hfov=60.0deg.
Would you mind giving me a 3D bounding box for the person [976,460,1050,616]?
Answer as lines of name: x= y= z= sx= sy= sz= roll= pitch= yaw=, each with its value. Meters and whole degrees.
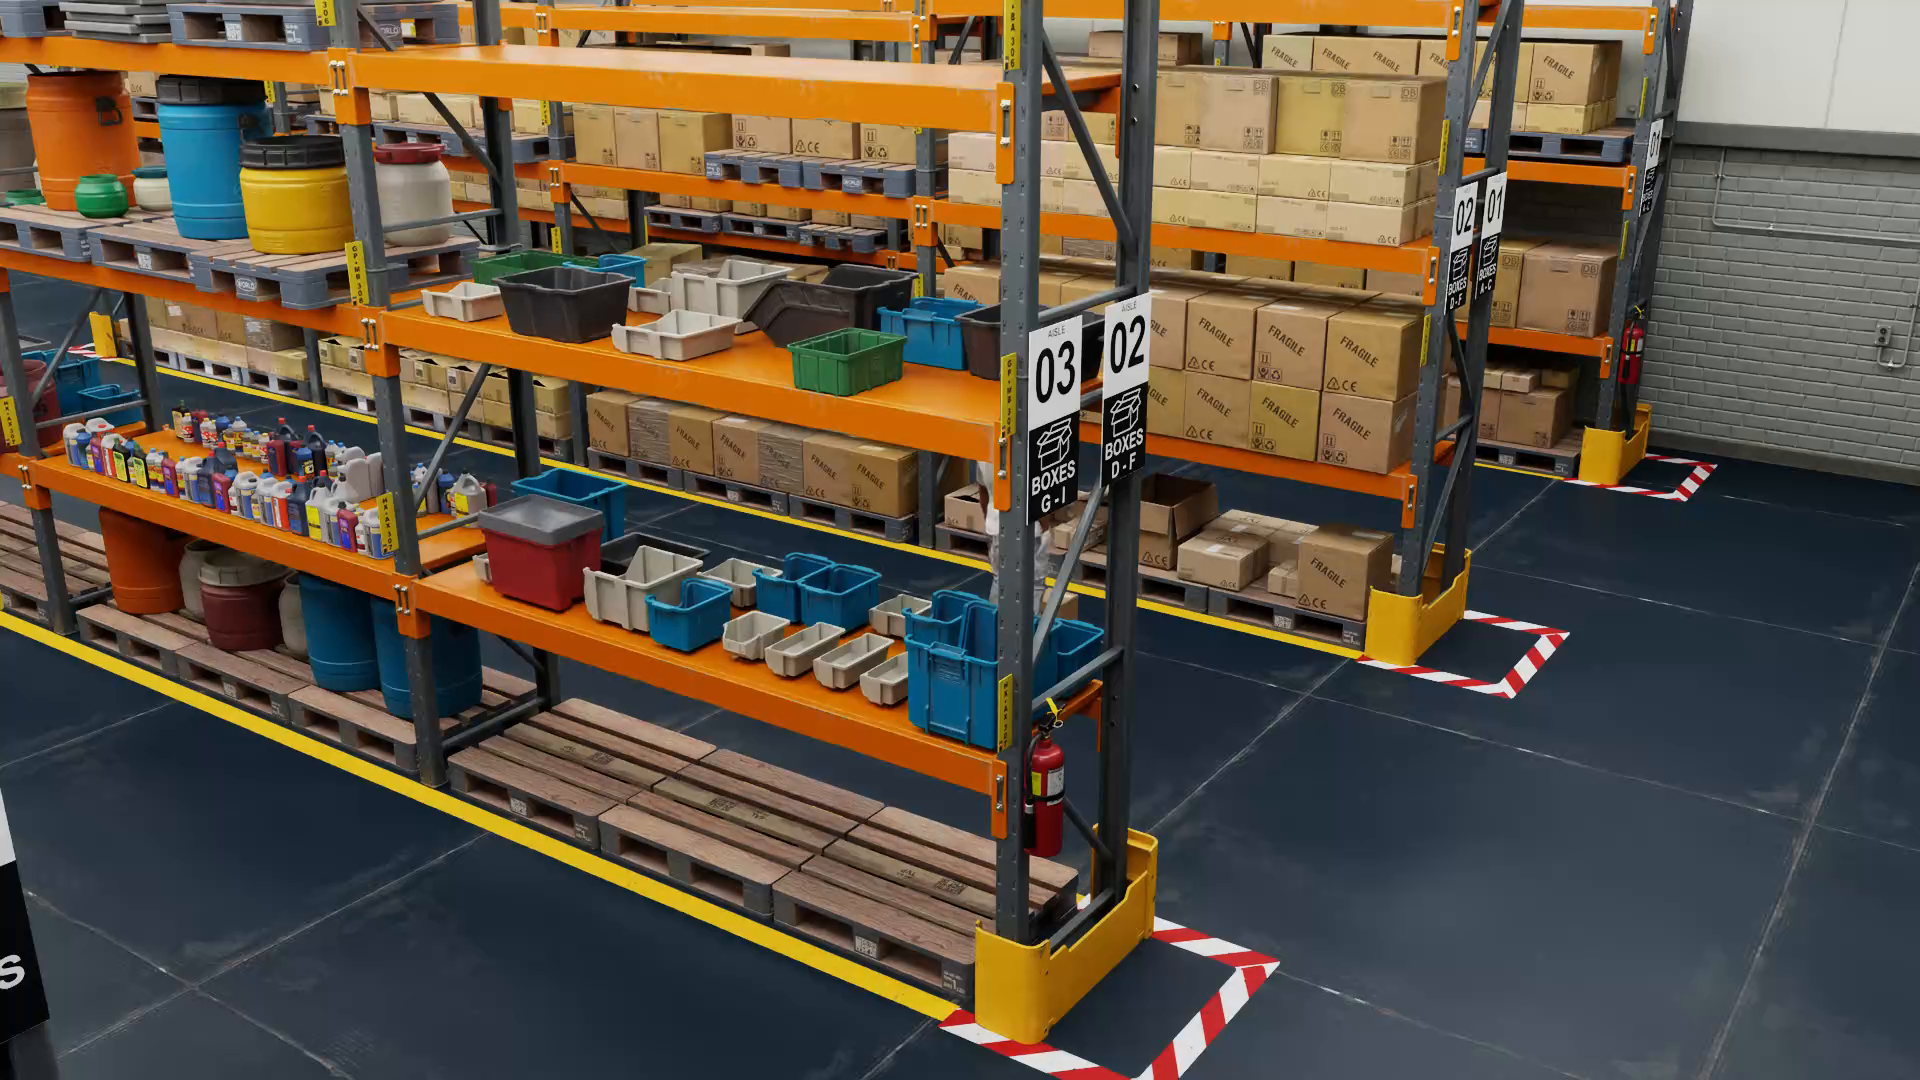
person: x=0.372 y=-0.061 z=11.234 sx=0.553 sy=1.771 sz=0.373 roll=13 pitch=24 yaw=33
